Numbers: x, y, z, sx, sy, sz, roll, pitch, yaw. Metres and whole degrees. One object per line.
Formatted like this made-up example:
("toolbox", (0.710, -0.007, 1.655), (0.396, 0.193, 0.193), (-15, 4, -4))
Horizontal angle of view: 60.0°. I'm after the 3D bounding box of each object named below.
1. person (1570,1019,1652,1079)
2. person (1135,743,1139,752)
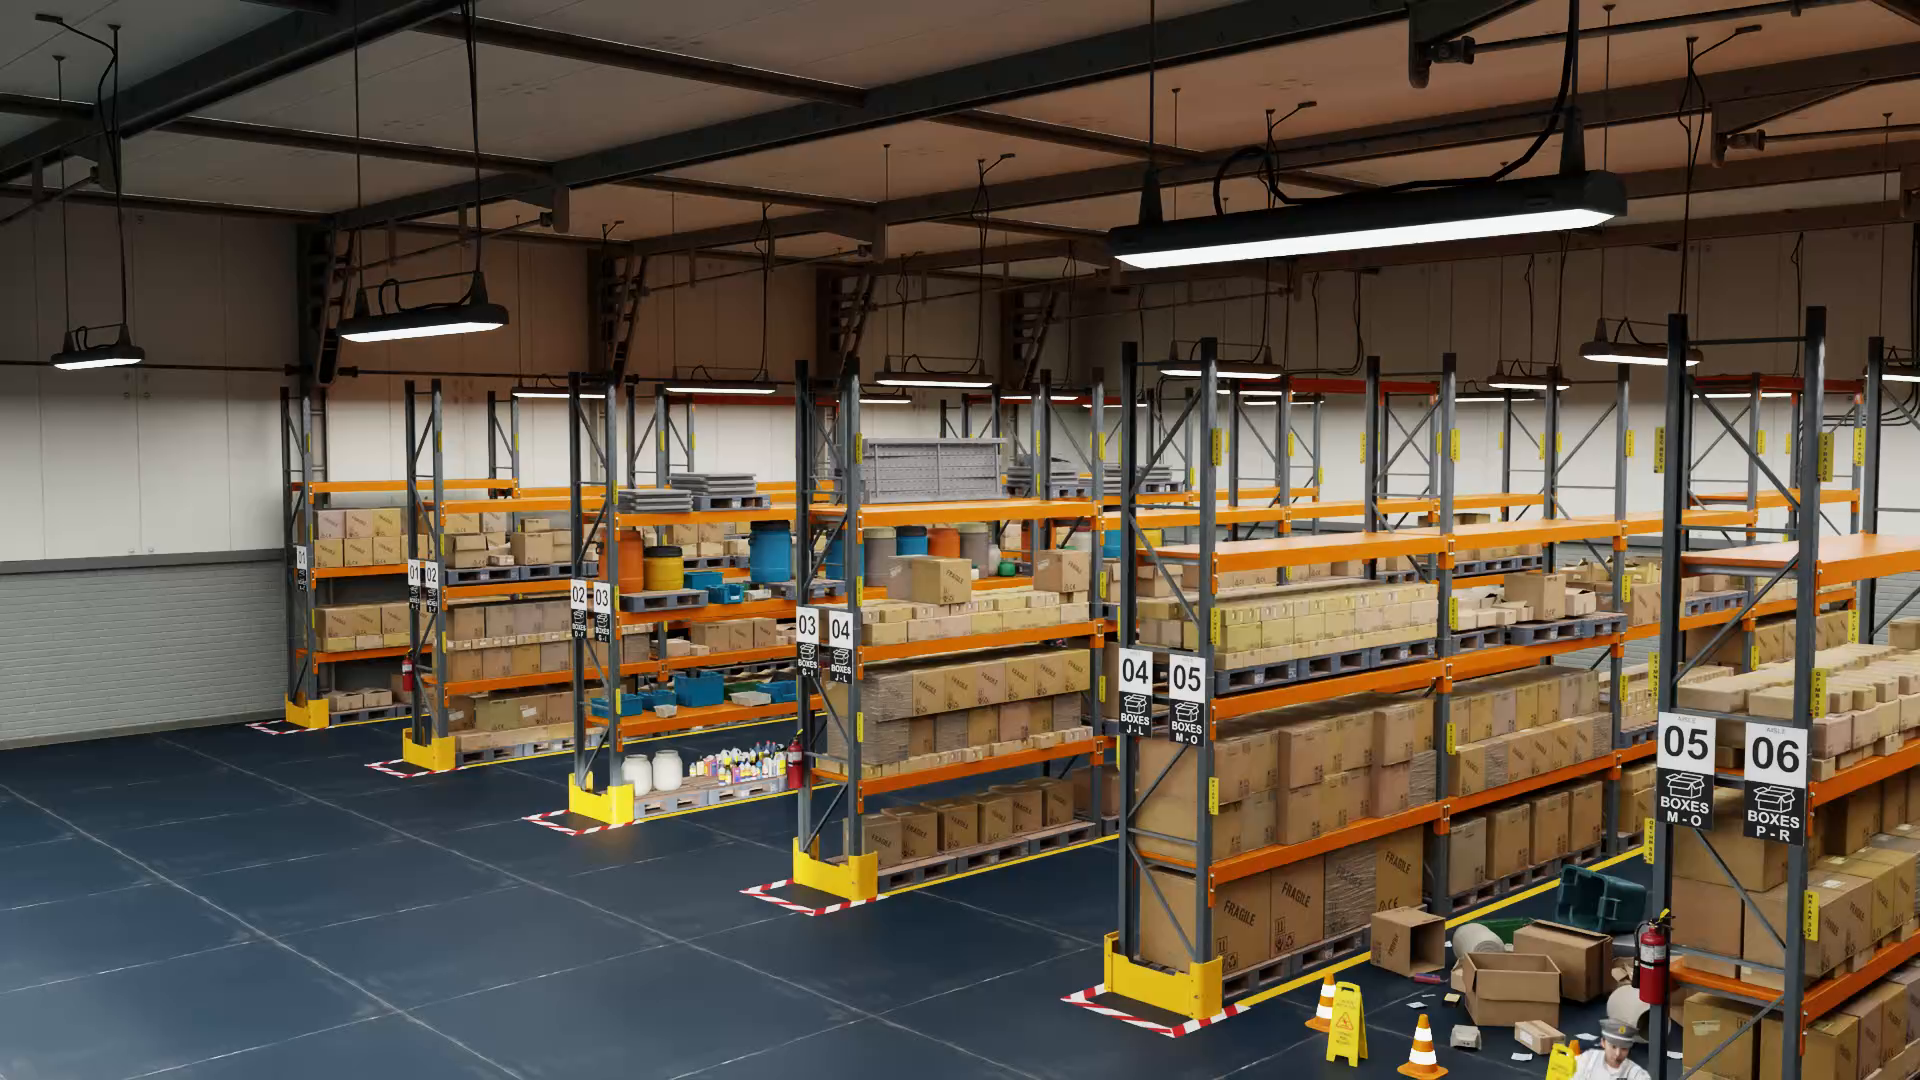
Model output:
("person", (4.028, 3.690, 10.325), (0.674, 1.617, 0.702), (3, 4, 35))
("person", (2.827, 2.753, 25.001), (0.447, 1.682, 0.582), (-1, 4, -12))
